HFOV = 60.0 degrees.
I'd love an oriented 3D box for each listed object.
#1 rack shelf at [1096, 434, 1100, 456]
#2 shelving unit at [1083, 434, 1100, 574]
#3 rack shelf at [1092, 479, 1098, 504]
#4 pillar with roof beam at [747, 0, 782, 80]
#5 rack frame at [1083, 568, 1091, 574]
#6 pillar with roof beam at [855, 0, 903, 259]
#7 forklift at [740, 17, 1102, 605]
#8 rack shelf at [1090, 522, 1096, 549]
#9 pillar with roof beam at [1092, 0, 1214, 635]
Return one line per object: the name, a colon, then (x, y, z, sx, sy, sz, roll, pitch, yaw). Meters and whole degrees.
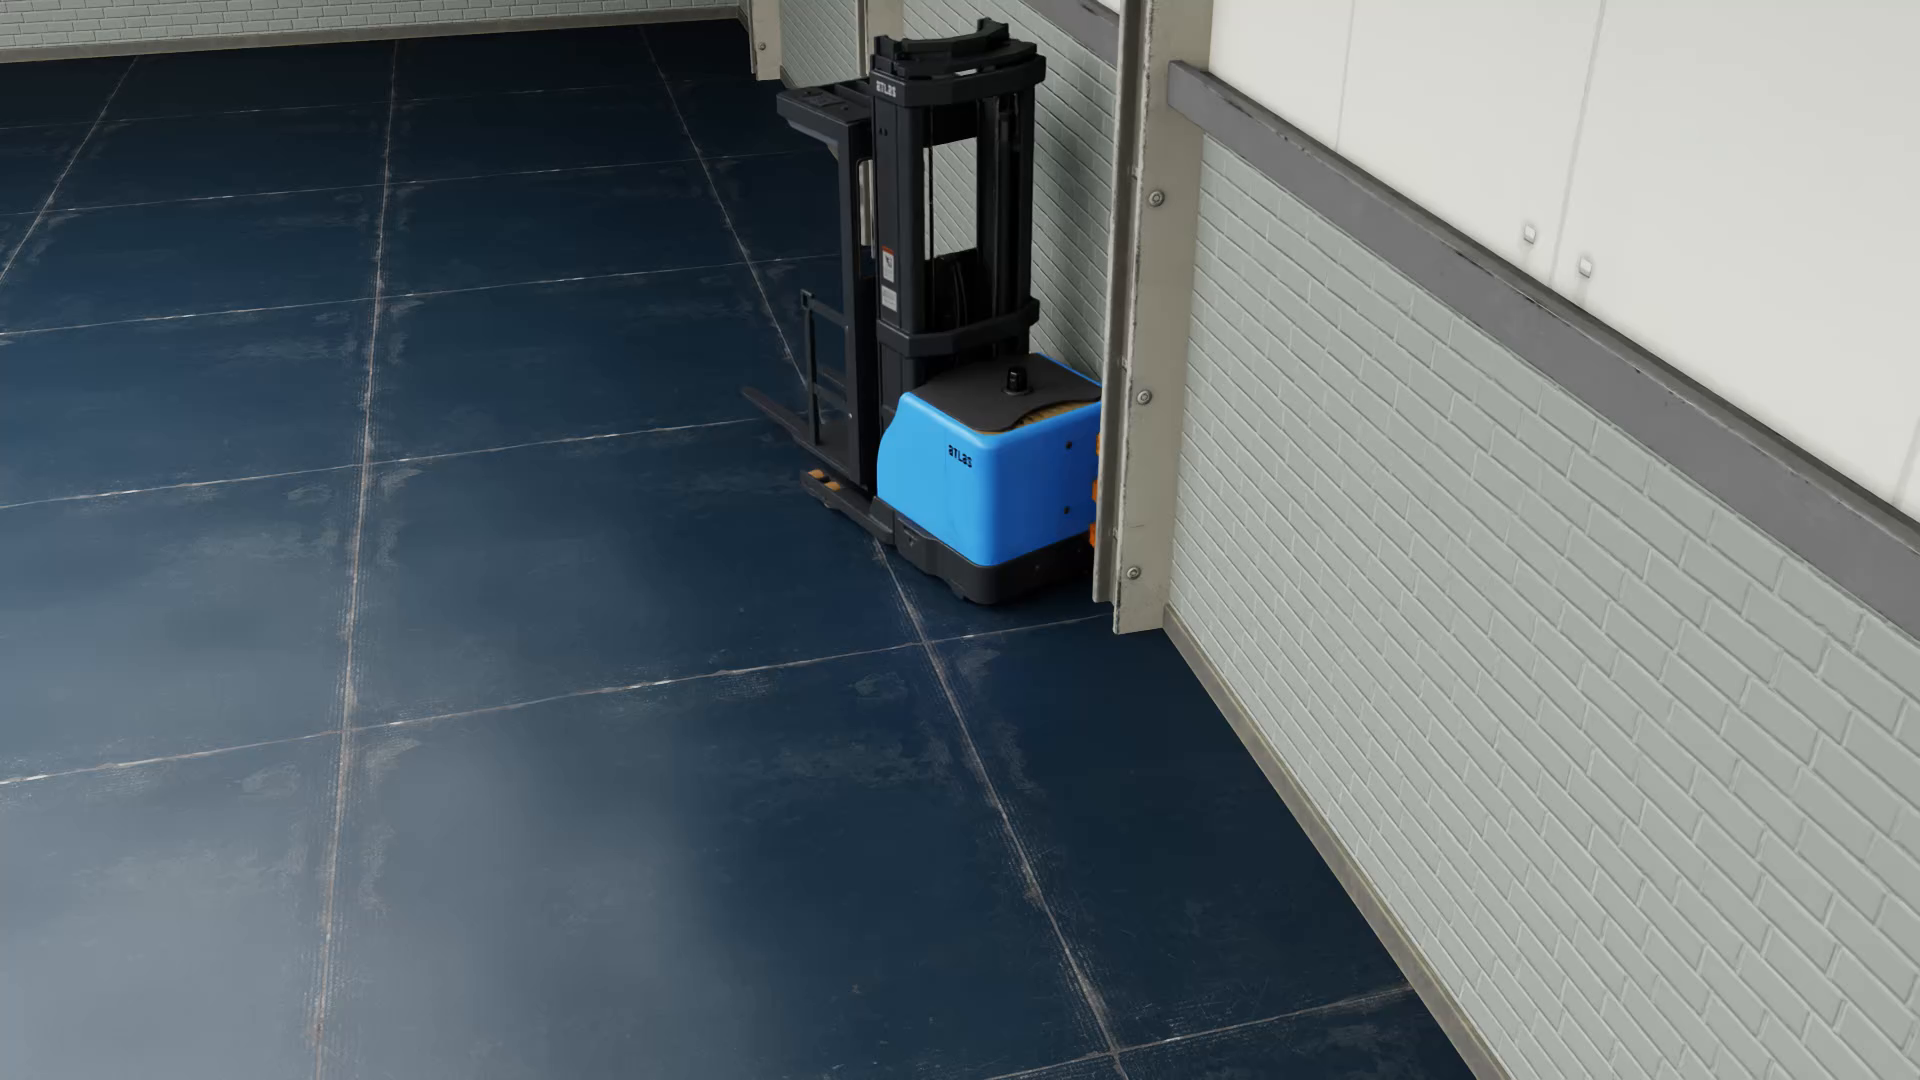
rack shelf: (0.877, -0.448, 9.168, 0.215, 0.259, 0.240, -6, 31, -15)
shelving unit: (0.866, -0.212, 9.305, 0.215, 1.050, 0.252, -6, 31, -15)
rack shelf: (0.866, -0.202, 9.310, 0.215, 0.259, 0.240, -6, 31, -15)
pillar with roof beam: (-6.388, -8.717, 16.059, 9.100, 9.000, 0.400, -8, 31, -13)
rack frame: (0.832, -0.271, 9.405, 0.200, 1.050, 0.008, -6, 31, -15)
pillar with roof beam: (-4.795, -5.819, 11.052, 9.100, 9.000, 0.400, -8, 31, -13)
forklift: (-0.341, -1.593, 9.808, 1.130, 2.935, 3.031, -20, 36, -31)
rack shelf: (0.855, 0.038, 9.449, 0.215, 0.259, 0.240, -6, 31, -15)
pillar with roof beam: (-3.203, -2.921, 6.045, 9.100, 9.000, 0.400, -8, 31, -13)
